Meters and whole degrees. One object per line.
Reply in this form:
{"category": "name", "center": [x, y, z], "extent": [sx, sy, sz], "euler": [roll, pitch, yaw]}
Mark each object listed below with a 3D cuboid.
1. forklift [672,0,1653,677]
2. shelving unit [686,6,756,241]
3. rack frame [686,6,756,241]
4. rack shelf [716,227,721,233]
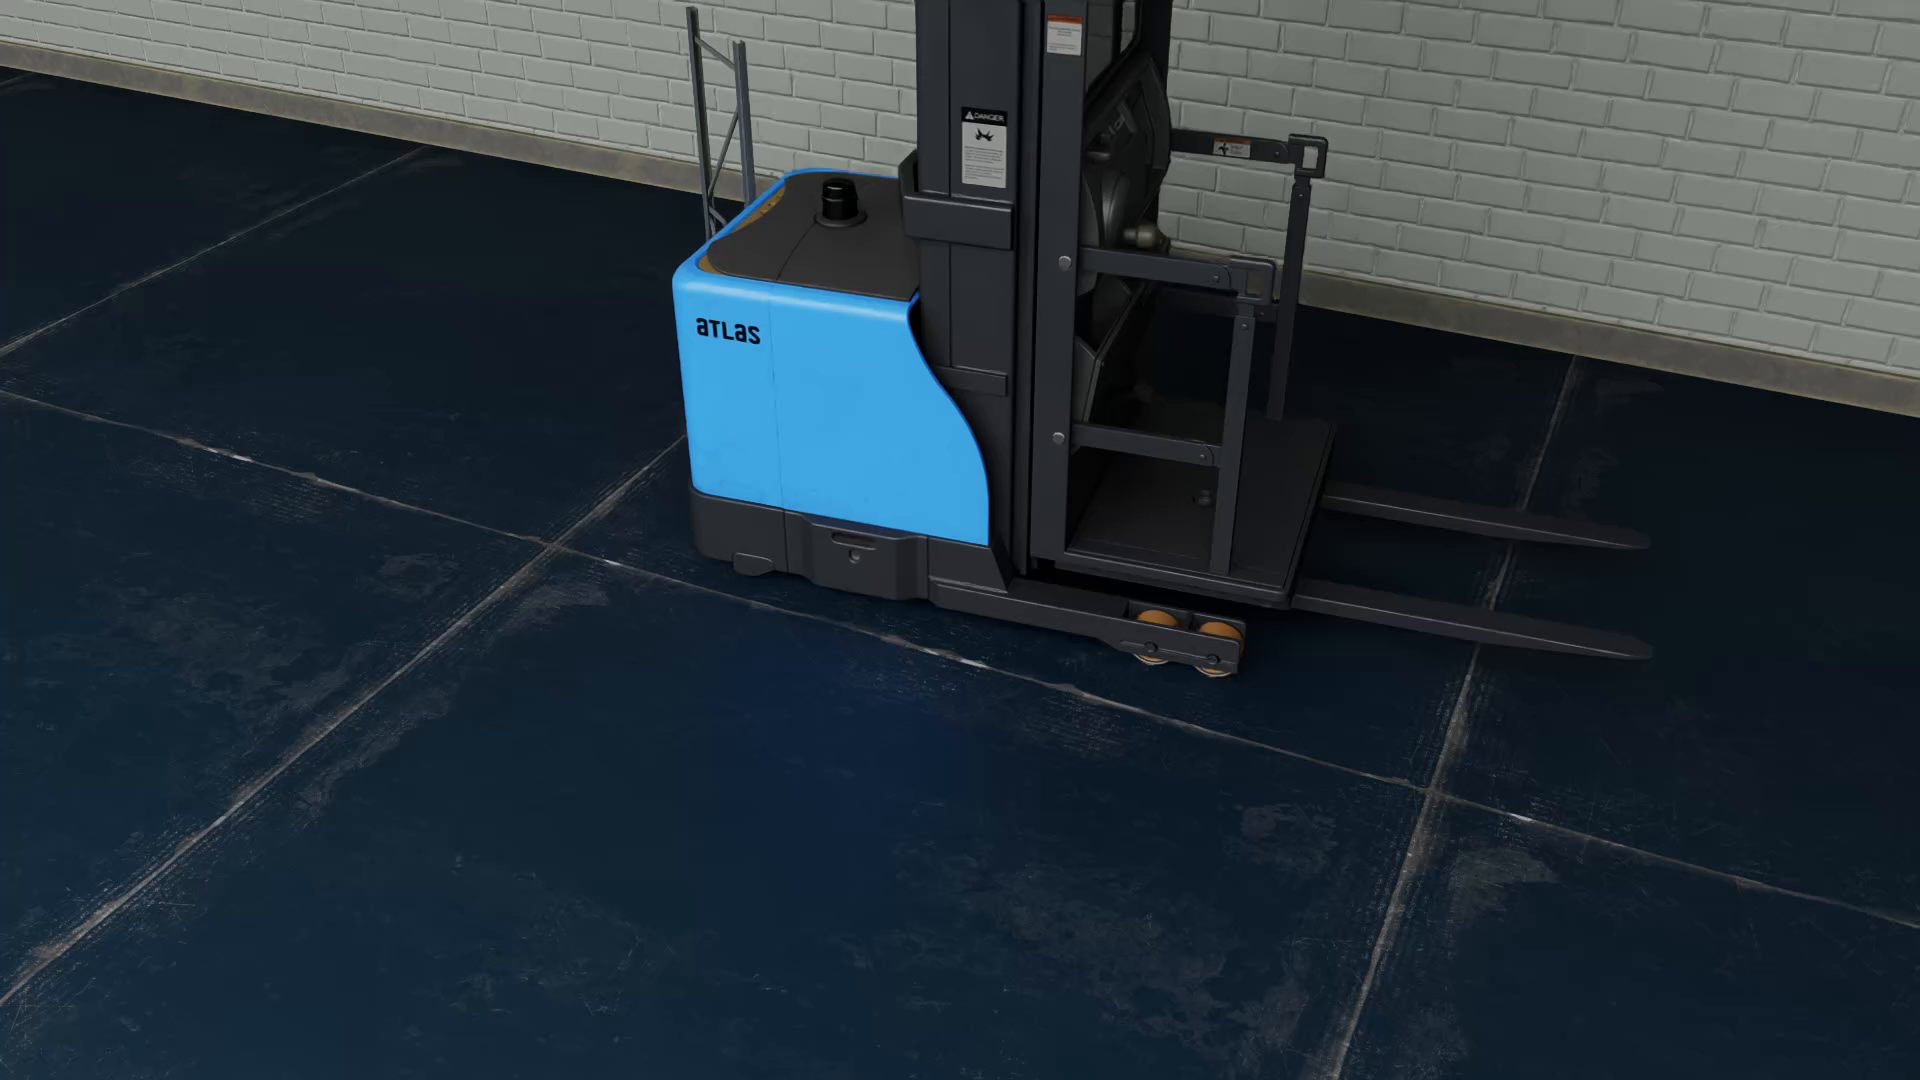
{"category": "forklift", "center": [0.678, -1.134, 4.806], "extent": [3.031, 2.935, 1.130], "euler": [10, 35, 15]}
{"category": "shelving unit", "center": [-0.403, -1.274, 6.324], "extent": [1.083, 1.500, 0.587], "euler": [-16, 37, -23]}
{"category": "rack frame", "center": [-0.844, -1.146, 6.129], "extent": [0.032, 1.500, 0.500], "euler": [-16, 37, -23]}
{"category": "rack shelf", "center": [-0.395, -1.125, 6.427], "extent": [1.000, 0.185, 0.538], "euler": [-16, 37, -23]}
